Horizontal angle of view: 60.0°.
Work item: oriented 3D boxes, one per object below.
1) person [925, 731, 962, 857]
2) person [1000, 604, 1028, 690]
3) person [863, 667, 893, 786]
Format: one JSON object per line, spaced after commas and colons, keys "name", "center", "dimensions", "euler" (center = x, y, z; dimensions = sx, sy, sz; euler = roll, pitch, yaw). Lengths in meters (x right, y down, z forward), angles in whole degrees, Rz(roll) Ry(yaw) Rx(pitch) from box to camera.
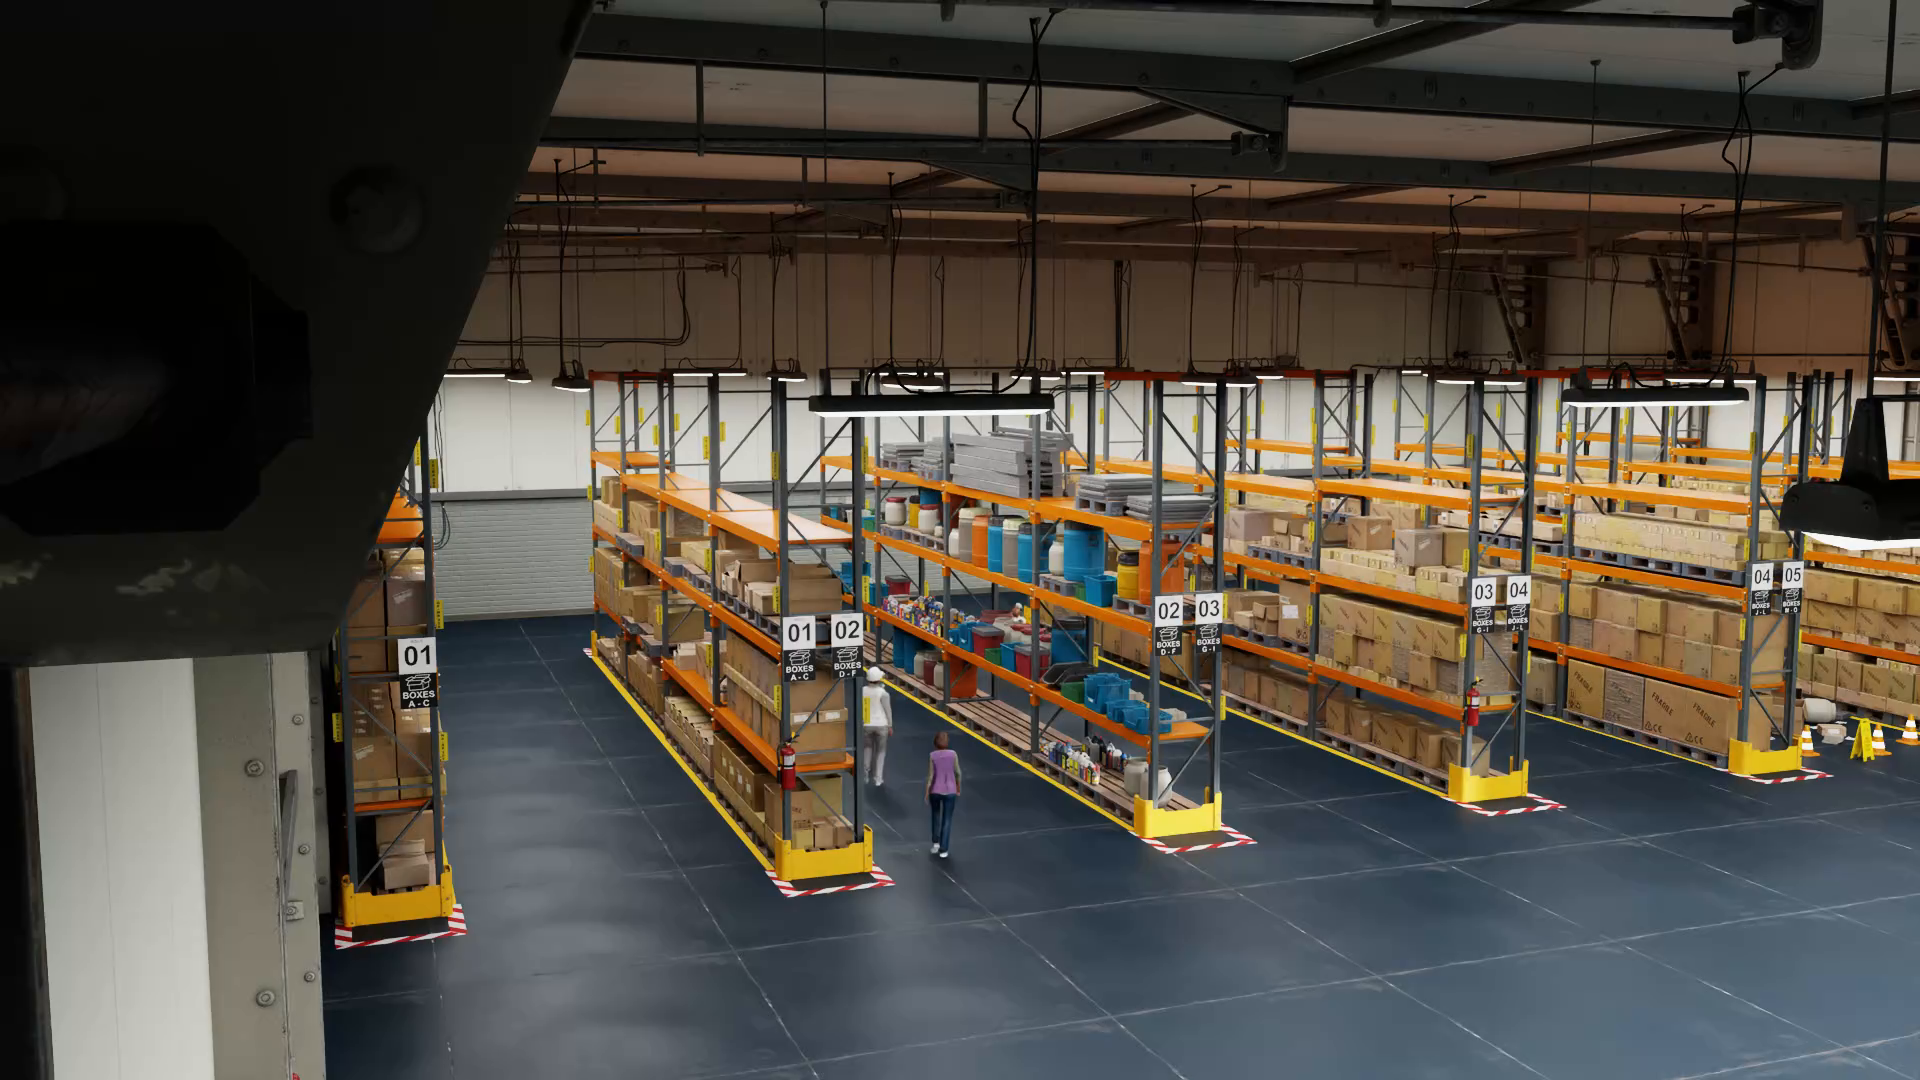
{"name": "person", "center": [-0.204, 3.208, 20.982], "dimensions": [0.450, 1.629, 0.468], "euler": [2, 7, 14]}
{"name": "person", "center": [1.048, 2.018, 31.570], "dimensions": [0.636, 1.608, 0.849], "euler": [-2, 7, -19]}
{"name": "person", "center": [-1.243, 2.726, 24.395], "dimensions": [0.554, 1.779, 0.453], "euler": [2, 7, 21]}
